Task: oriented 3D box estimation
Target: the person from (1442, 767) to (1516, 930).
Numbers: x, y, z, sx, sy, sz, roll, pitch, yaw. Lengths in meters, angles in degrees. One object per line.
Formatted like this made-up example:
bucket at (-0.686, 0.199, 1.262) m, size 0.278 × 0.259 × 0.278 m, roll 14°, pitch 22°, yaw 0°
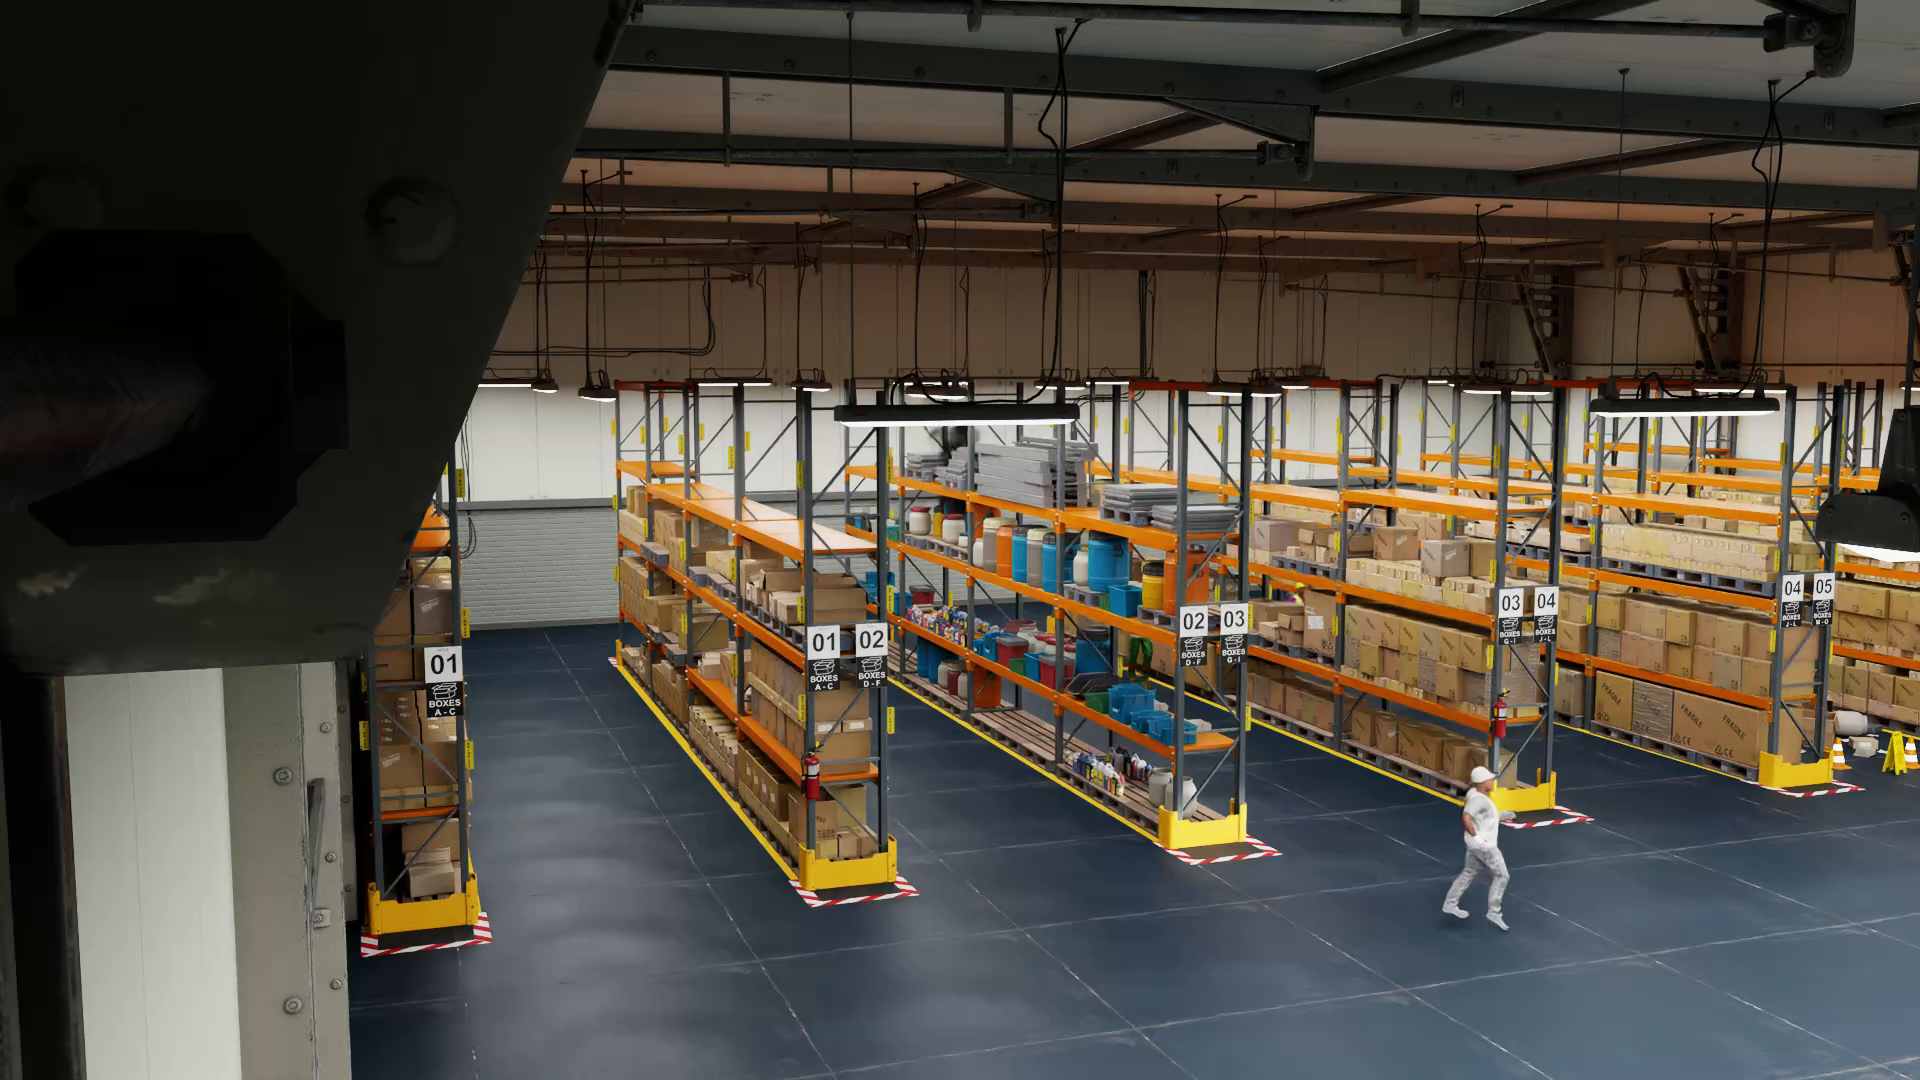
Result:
person at (5.870, 3.467, 18.734) m, size 0.783 × 1.846 × 0.663 m, roll 0°, pitch 6°, yaw 1°

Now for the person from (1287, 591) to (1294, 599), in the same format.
person at (8.532, 1.049, 41.877) m, size 0.741 × 1.842 × 0.626 m, roll -2°, pitch 6°, yaw -17°

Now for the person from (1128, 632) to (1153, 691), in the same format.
person at (3.414, 1.886, 31.221) m, size 0.687 × 1.900 × 0.724 m, roll -2°, pitch 6°, yaw -18°

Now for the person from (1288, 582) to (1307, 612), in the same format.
person at (7.262, 1.748, 35.189) m, size 0.690 × 1.721 × 0.582 m, roll -2°, pitch 6°, yaw -20°
